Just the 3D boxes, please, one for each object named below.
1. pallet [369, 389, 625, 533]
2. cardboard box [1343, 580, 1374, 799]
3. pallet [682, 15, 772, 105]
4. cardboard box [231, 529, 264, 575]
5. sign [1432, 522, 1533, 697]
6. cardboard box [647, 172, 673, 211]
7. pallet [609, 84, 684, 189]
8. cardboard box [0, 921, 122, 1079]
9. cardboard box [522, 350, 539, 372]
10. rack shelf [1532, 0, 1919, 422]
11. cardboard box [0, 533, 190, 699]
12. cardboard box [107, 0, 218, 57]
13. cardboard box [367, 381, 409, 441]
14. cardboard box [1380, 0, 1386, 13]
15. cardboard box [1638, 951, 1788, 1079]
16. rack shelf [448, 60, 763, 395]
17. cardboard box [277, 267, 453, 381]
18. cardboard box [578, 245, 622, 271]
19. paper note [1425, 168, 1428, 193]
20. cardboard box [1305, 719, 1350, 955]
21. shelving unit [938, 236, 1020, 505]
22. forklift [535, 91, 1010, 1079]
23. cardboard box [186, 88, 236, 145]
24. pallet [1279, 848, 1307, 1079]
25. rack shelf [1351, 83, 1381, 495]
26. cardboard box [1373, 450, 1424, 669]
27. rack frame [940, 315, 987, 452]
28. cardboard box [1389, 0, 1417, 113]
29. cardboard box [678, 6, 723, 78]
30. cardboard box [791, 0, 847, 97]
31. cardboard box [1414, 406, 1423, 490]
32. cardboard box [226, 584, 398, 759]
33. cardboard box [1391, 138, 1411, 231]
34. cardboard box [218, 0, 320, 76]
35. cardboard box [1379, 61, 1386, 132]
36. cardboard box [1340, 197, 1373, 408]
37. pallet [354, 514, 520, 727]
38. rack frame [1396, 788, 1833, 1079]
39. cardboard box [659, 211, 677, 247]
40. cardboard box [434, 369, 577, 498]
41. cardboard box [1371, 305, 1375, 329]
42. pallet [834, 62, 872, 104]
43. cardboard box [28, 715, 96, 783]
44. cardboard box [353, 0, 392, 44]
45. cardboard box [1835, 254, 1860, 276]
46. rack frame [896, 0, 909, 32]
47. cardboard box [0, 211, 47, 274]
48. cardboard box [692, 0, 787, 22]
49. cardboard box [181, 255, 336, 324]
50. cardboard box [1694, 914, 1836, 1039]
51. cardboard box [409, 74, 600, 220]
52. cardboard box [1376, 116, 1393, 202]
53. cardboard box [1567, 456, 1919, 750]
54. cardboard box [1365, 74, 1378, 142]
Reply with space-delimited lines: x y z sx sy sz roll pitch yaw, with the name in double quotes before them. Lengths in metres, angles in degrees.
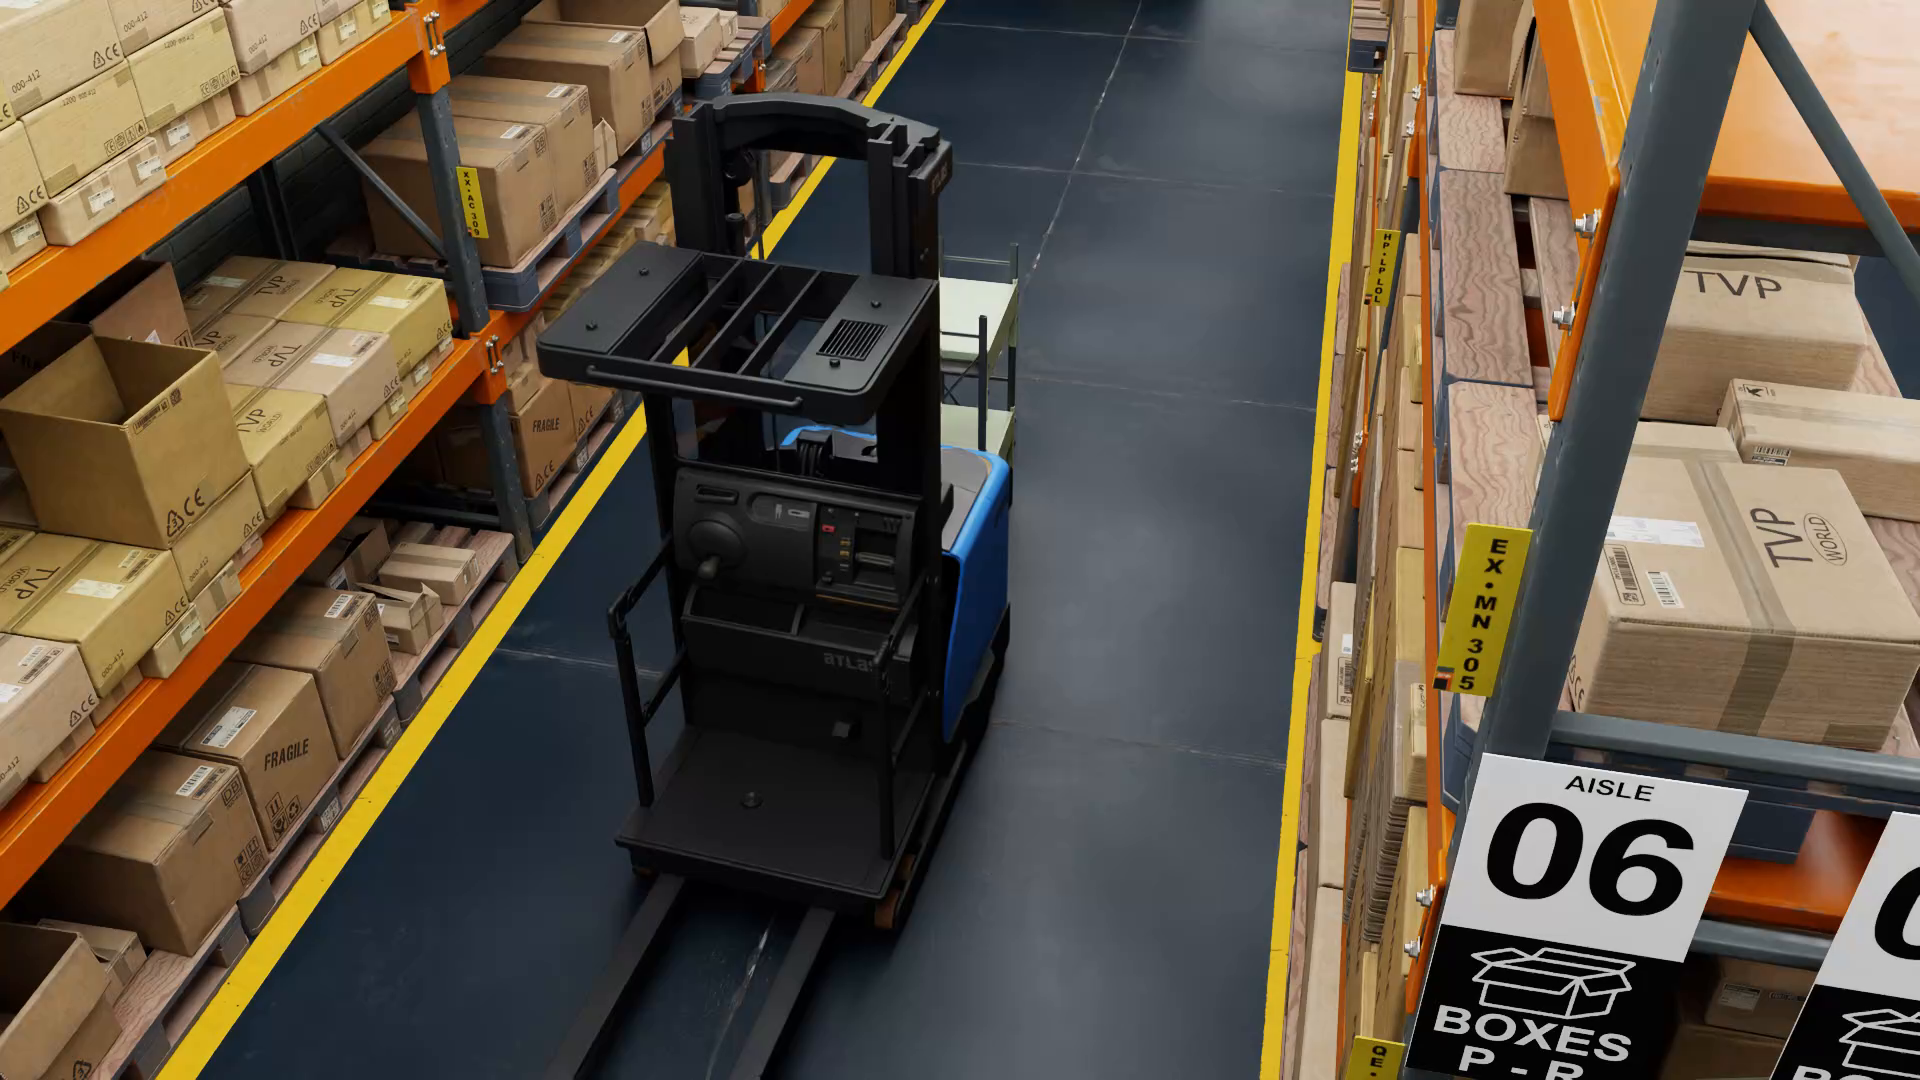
"pallet" -2.525 -0.526 9.066 1.003 0.211 1.213 7 37 10
"cardboard box" 1.498 0.500 5.189 0.500 0.500 0.500 8 37 11
"pallet" -1.884 -3.002 10.269 1.213 0.211 1.003 7 37 10
"cardboard box" -2.831 0.015 6.158 0.380 0.149 0.250 7 37 10
"sign" 0.806 0.113 2.566 0.100 0.325 0.005 7 37 10
"cardboard box" -1.894 -2.131 10.124 0.380 0.149 0.250 8 37 11
"pallet" -2.219 -2.284 9.278 1.003 0.211 1.213 7 37 10
"cardboard box" -3.293 1.612 5.510 0.797 0.503 0.637 6 36 8
"cardboard box" -2.342 -0.945 8.487 0.380 0.149 0.250 6 36 9
"rack shelf" 1.761 -1.393 3.728 1.077 0.370 4.000 7 37 10
"cardboard box" -2.944 0.243 5.503 0.500 0.250 0.500 7 36 9
"cardboard box" -2.751 -1.759 5.284 0.500 0.250 0.500 8 37 11
"cardboard box" -2.550 -0.563 6.956 0.380 0.149 0.250 8 37 11
"cardboard box" 2.879 -3.455 10.588 0.380 0.149 0.250 7 37 10
"cardboard box" 1.714 1.045 3.585 0.500 0.500 0.500 7 36 9
"rack shelf" -2.235 -2.039 9.390 1.077 0.370 4.000 7 37 10
"cardboard box" -2.533 -0.921 7.109 0.500 0.250 0.500 8 37 11
"cardboard box" -2.108 -1.533 9.299 0.380 0.149 0.250 9 37 12
"paper note" 1.213 -0.934 4.335 0.006 0.032 0.123 7 37 10
"cardboard box" 1.758 1.164 6.184 0.875 0.438 0.875 6 36 9
"shelving unit" 0.001 -0.611 8.085 0.431 1.500 0.755 7 37 10
"forklift" -0.672 0.063 5.936 1.130 2.935 3.031 10 37 13
"cardboard box" -2.714 -1.471 5.651 0.380 0.149 0.250 9 37 12
"pallet" 1.690 1.693 6.004 1.003 0.211 1.213 7 37 10
"rack shelf" 2.615 -1.419 8.535 1.077 0.370 4.000 7 37 10
"cardboard box" 1.505 0.104 4.884 0.500 0.500 0.500 7 37 10
"rack frame" -0.077 -0.401 7.796 0.400 1.500 0.023 7 37 10
"cardboard box" 2.476 -2.470 8.435 0.500 0.500 0.500 8 37 11
"cardboard box" -1.717 -2.941 9.792 0.500 0.250 0.500 6 36 8
"cardboard box" -1.386 -3.803 12.877 0.875 0.625 0.625 6 36 8
"cardboard box" 1.523 -0.252 4.822 0.380 0.149 0.250 7 37 10
"cardboard box" -2.851 0.533 7.001 0.700 0.500 0.500 6 36 8
"cardboard box" 2.038 -1.297 6.816 0.500 0.500 0.500 8 37 11
"cardboard box" -2.621 -1.851 5.836 0.500 0.250 0.500 6 36 8
"cardboard box" 2.692 -2.547 9.606 0.500 0.250 0.500 7 36 9
"cardboard box" 2.619 -1.270 9.169 0.875 0.875 0.875 8 37 11
"pallet" -2.810 0.339 7.873 1.003 0.211 1.213 7 37 10
"rack frame" 1.333 1.730 3.578 1.000 3.000 0.127 7 37 10
"cardboard box" -1.914 -1.779 10.191 0.500 0.500 0.500 9 37 12
"cardboard box" -2.339 -0.591 8.551 0.500 0.500 0.500 9 37 12
"cardboard box" 2.147 -1.083 7.587 0.500 0.250 0.500 7 36 9
"pallet" -1.331 -3.512 13.186 1.003 0.211 1.213 7 37 10
"cardboard box" -3.033 0.613 5.332 0.380 0.149 0.250 8 37 11
"cardboard box" -2.450 -2.053 6.455 0.380 0.149 0.250 7 37 10
"cardboard box" 1.911 -0.873 4.084 0.500 0.500 0.500 8 37 11
"rack frame" -0.953 -5.770 13.925 1.000 3.000 0.127 7 37 10
"cardboard box" -2.924 -0.886 4.845 0.380 0.149 0.250 7 37 9
"cardboard box" -1.474 -3.640 11.114 0.500 0.250 0.500 7 37 10
"cardboard box" -3.032 -0.993 7.209 0.500 0.250 0.500 7 37 9
"cardboard box" 1.680 0.853 3.297 0.380 0.149 0.250 8 37 11
"cardboard box" -2.230 -1.940 8.198 0.700 0.500 0.500 8 37 10
"cardboard box" 2.341 -1.869 8.245 0.500 0.250 0.500 8 37 11
"cardboard box" 1.342 0.096 2.960 0.500 0.250 0.500 4 36 6
"cardboard box" 3.490 -3.144 12.183 0.950 0.372 0.625 8 37 12
